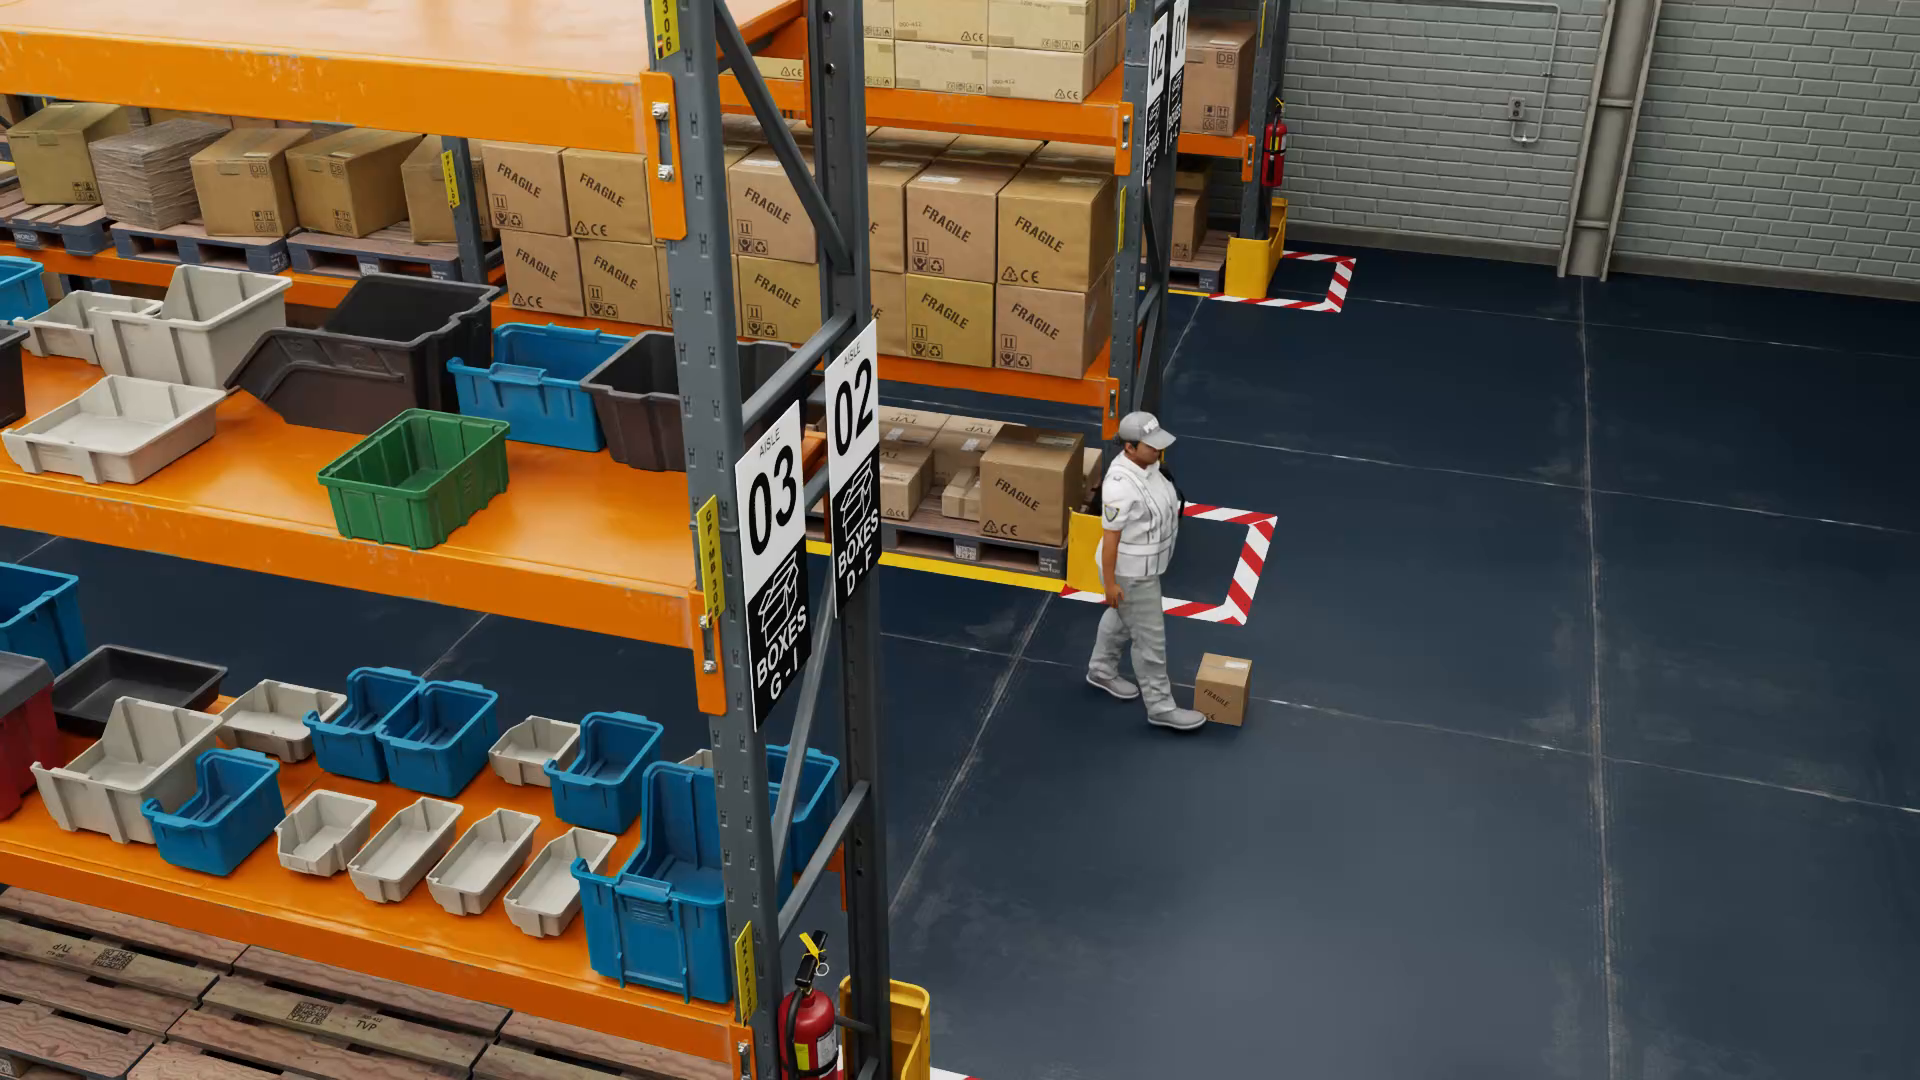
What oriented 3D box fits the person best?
[{"bbox_3d":[0.966,0.136,8.252,0.697,1.651,0.487,11,31,19],"label":"person"}]
